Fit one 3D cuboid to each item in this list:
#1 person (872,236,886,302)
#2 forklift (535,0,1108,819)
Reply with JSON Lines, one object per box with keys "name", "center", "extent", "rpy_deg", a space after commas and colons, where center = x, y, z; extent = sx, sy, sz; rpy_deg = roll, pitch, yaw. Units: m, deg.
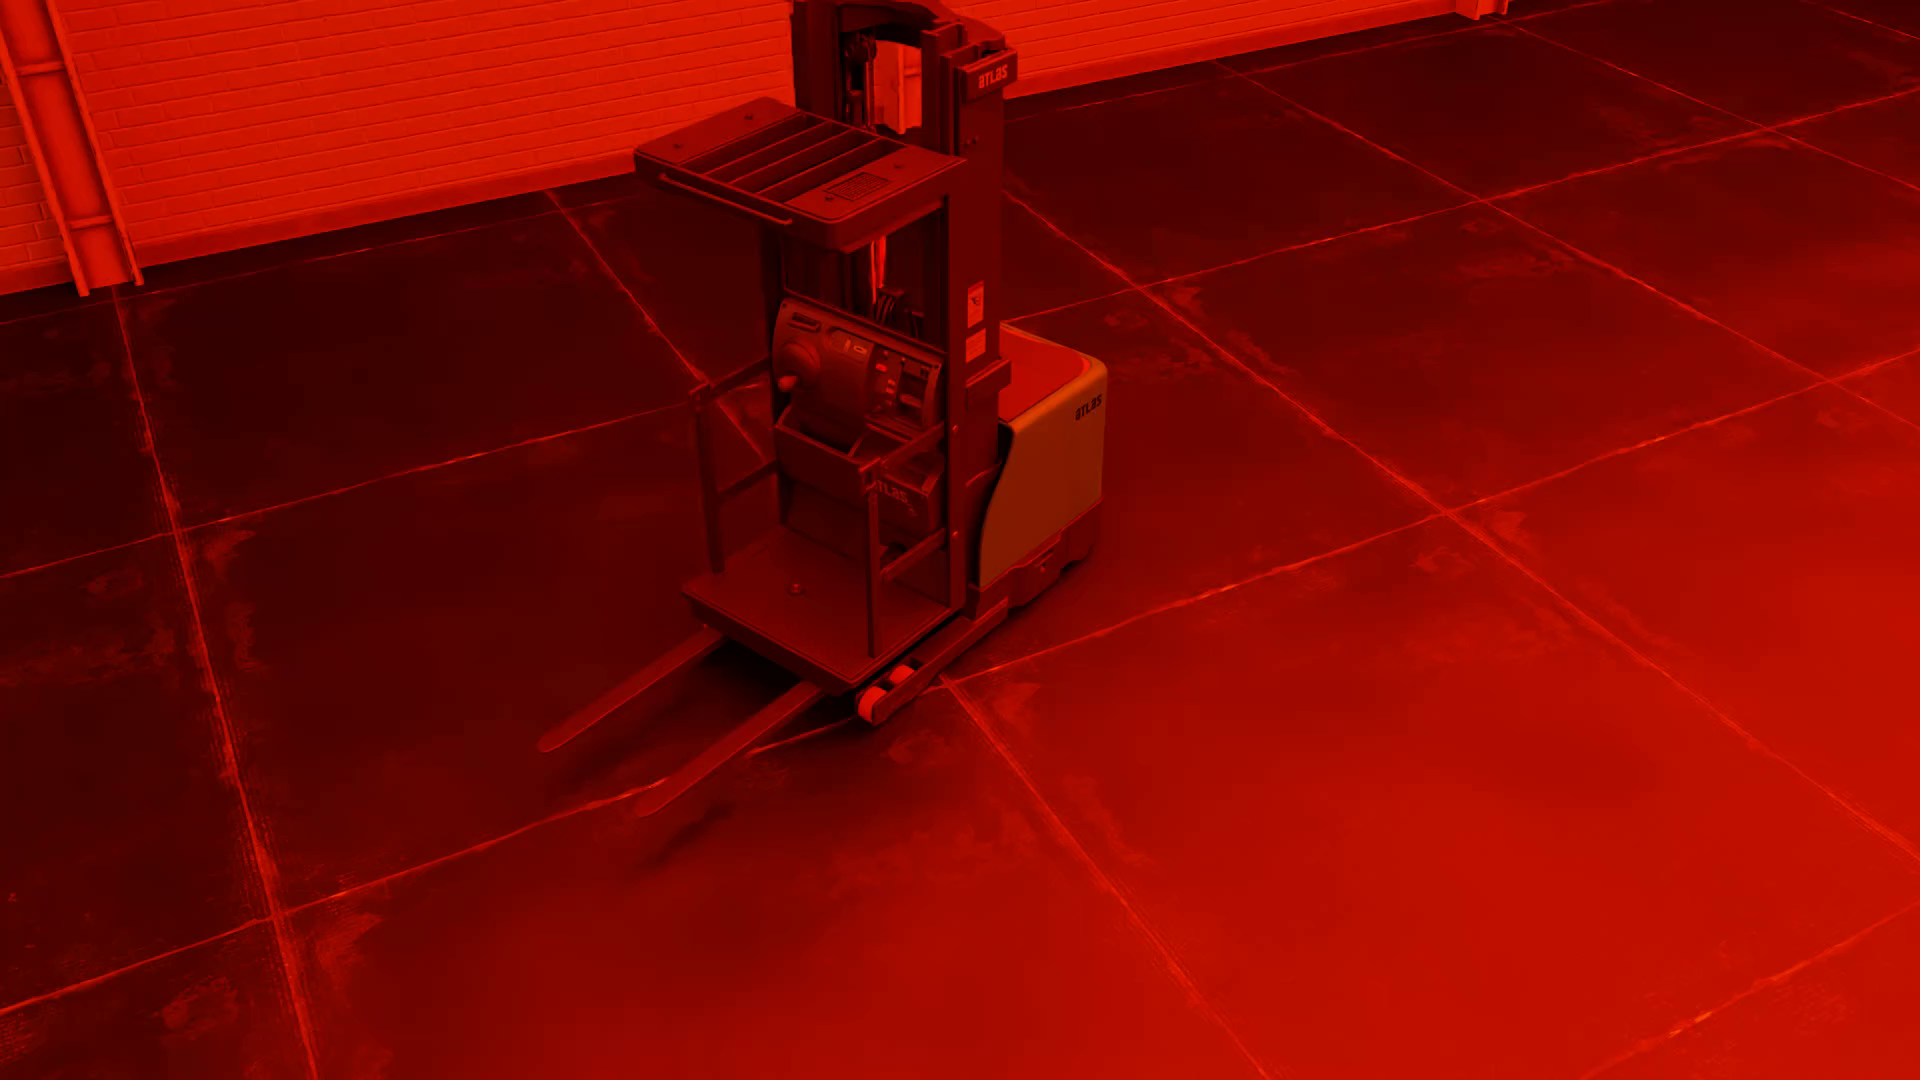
{"name": "person", "center": [-0.568, -1.252, 8.969], "extent": [0.472, 1.752, 0.866], "rpy_deg": [-12, 37, -16]}
{"name": "forklift", "center": [-0.588, -0.694, 7.105], "extent": [1.130, 2.935, 3.031], "rpy_deg": [25, 42, 31]}
